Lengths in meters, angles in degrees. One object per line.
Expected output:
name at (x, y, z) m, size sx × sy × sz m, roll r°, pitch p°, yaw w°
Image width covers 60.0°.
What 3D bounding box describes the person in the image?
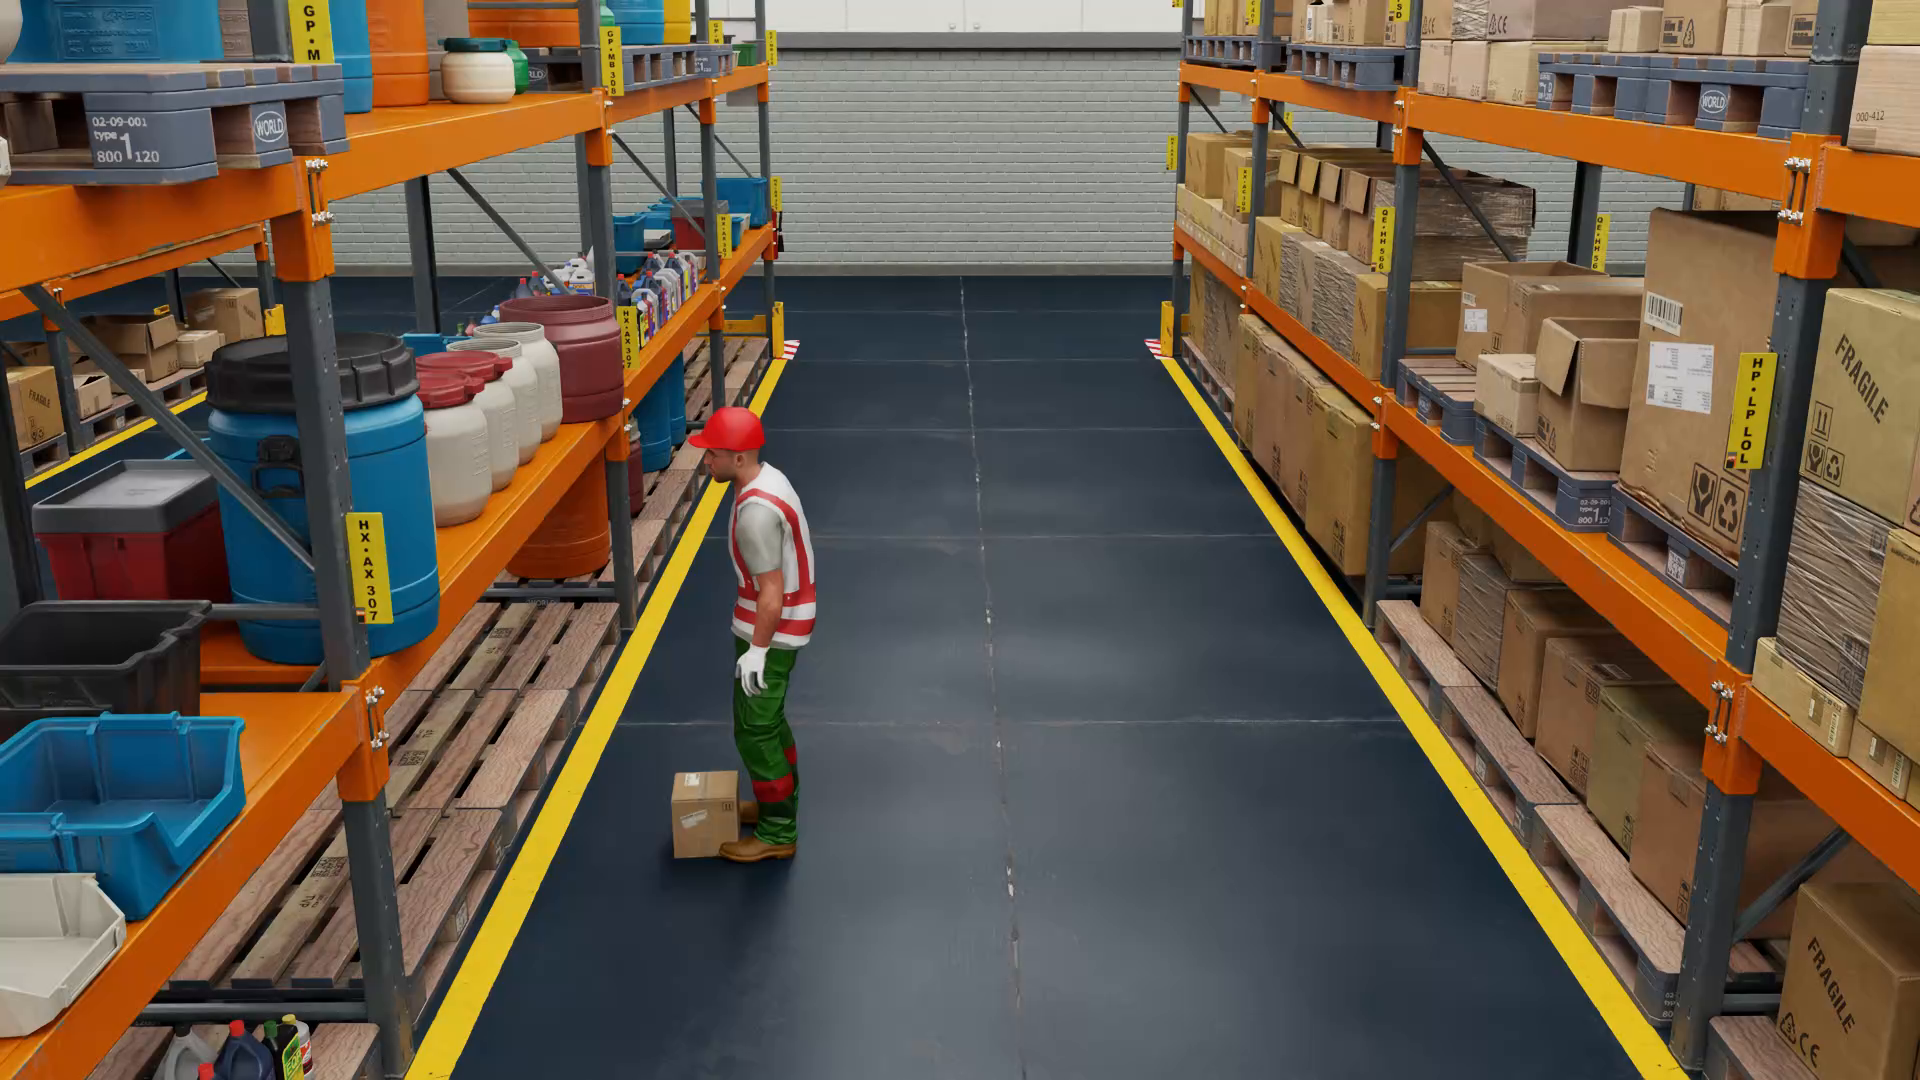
person at (-0.772, 0.355, 6.354) m, size 0.451 × 1.777 × 0.610 m, roll -1°, pitch 17°, yaw -4°
